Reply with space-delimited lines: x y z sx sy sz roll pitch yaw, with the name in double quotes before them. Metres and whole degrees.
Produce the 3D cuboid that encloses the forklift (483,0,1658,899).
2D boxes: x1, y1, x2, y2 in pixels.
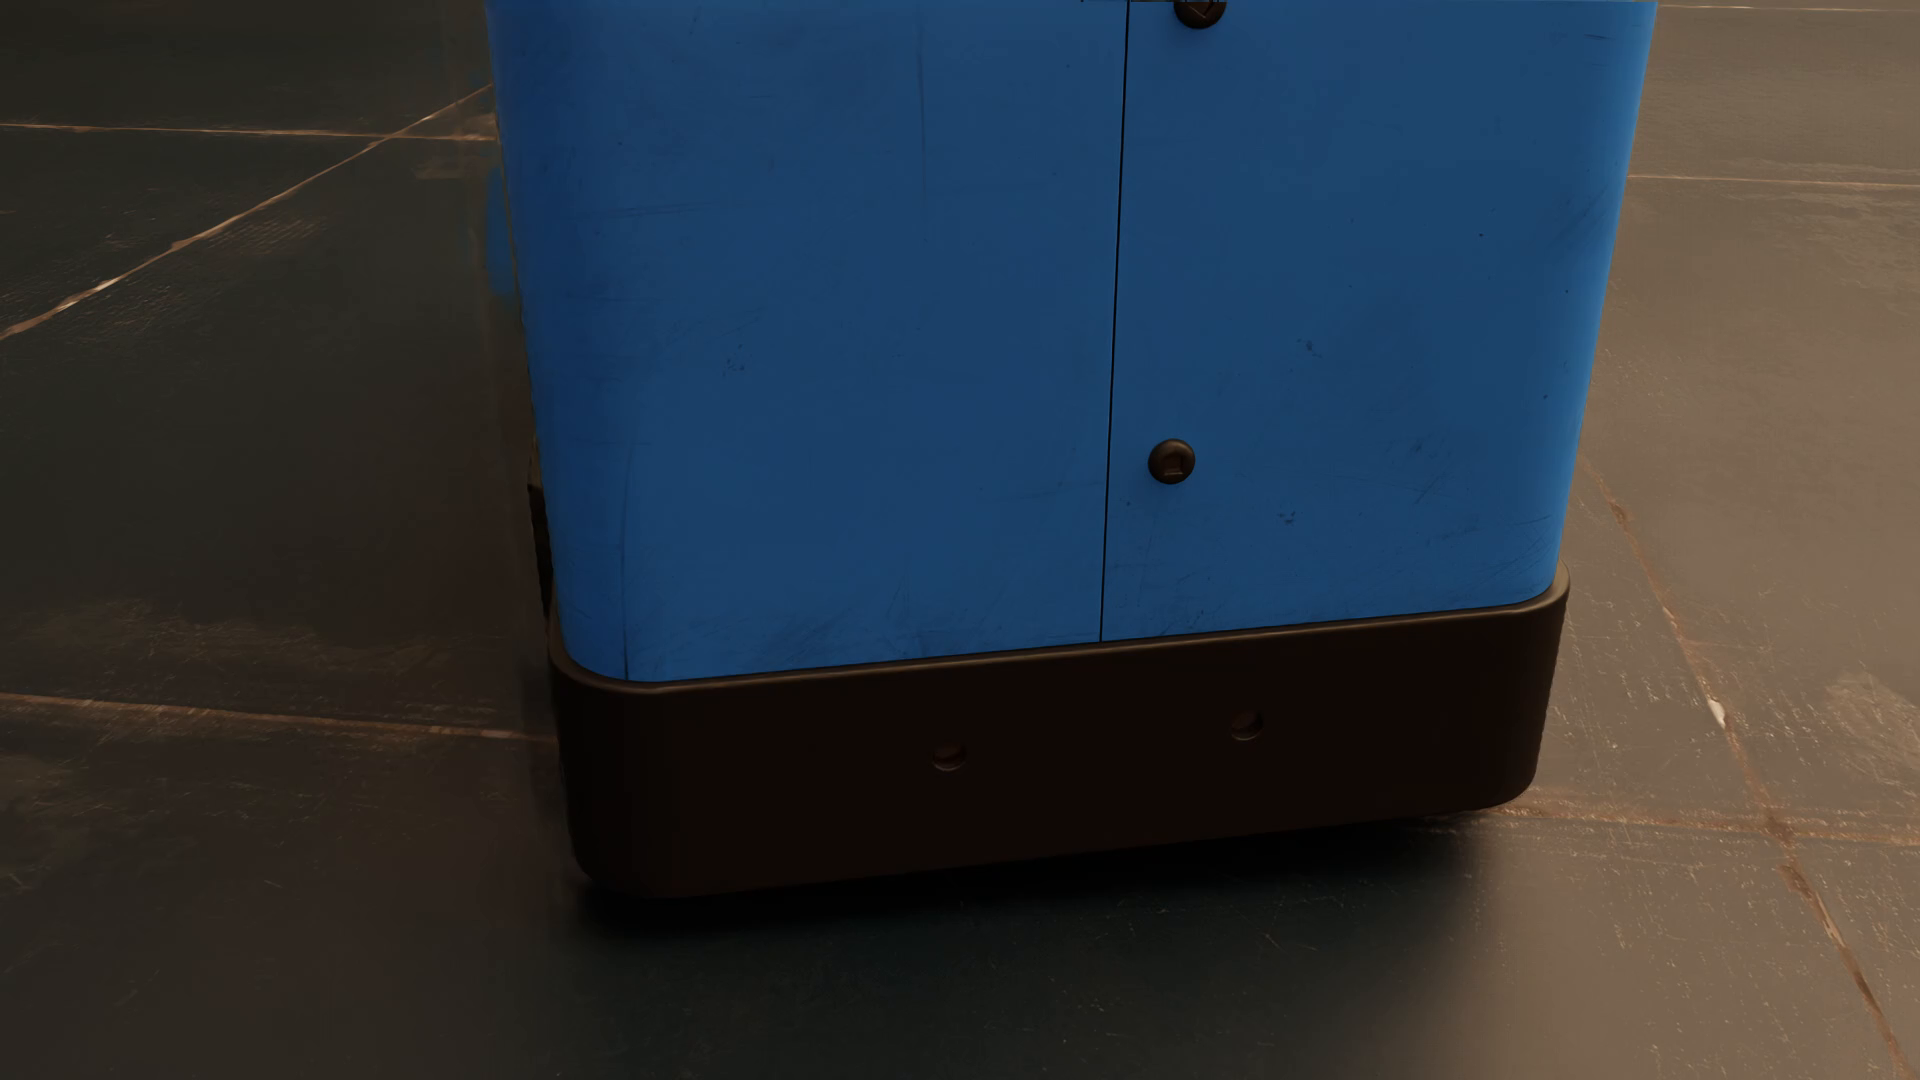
"forklift" -0.128 -1.593 2.410 1.130 2.935 3.031 -5 27 -9
